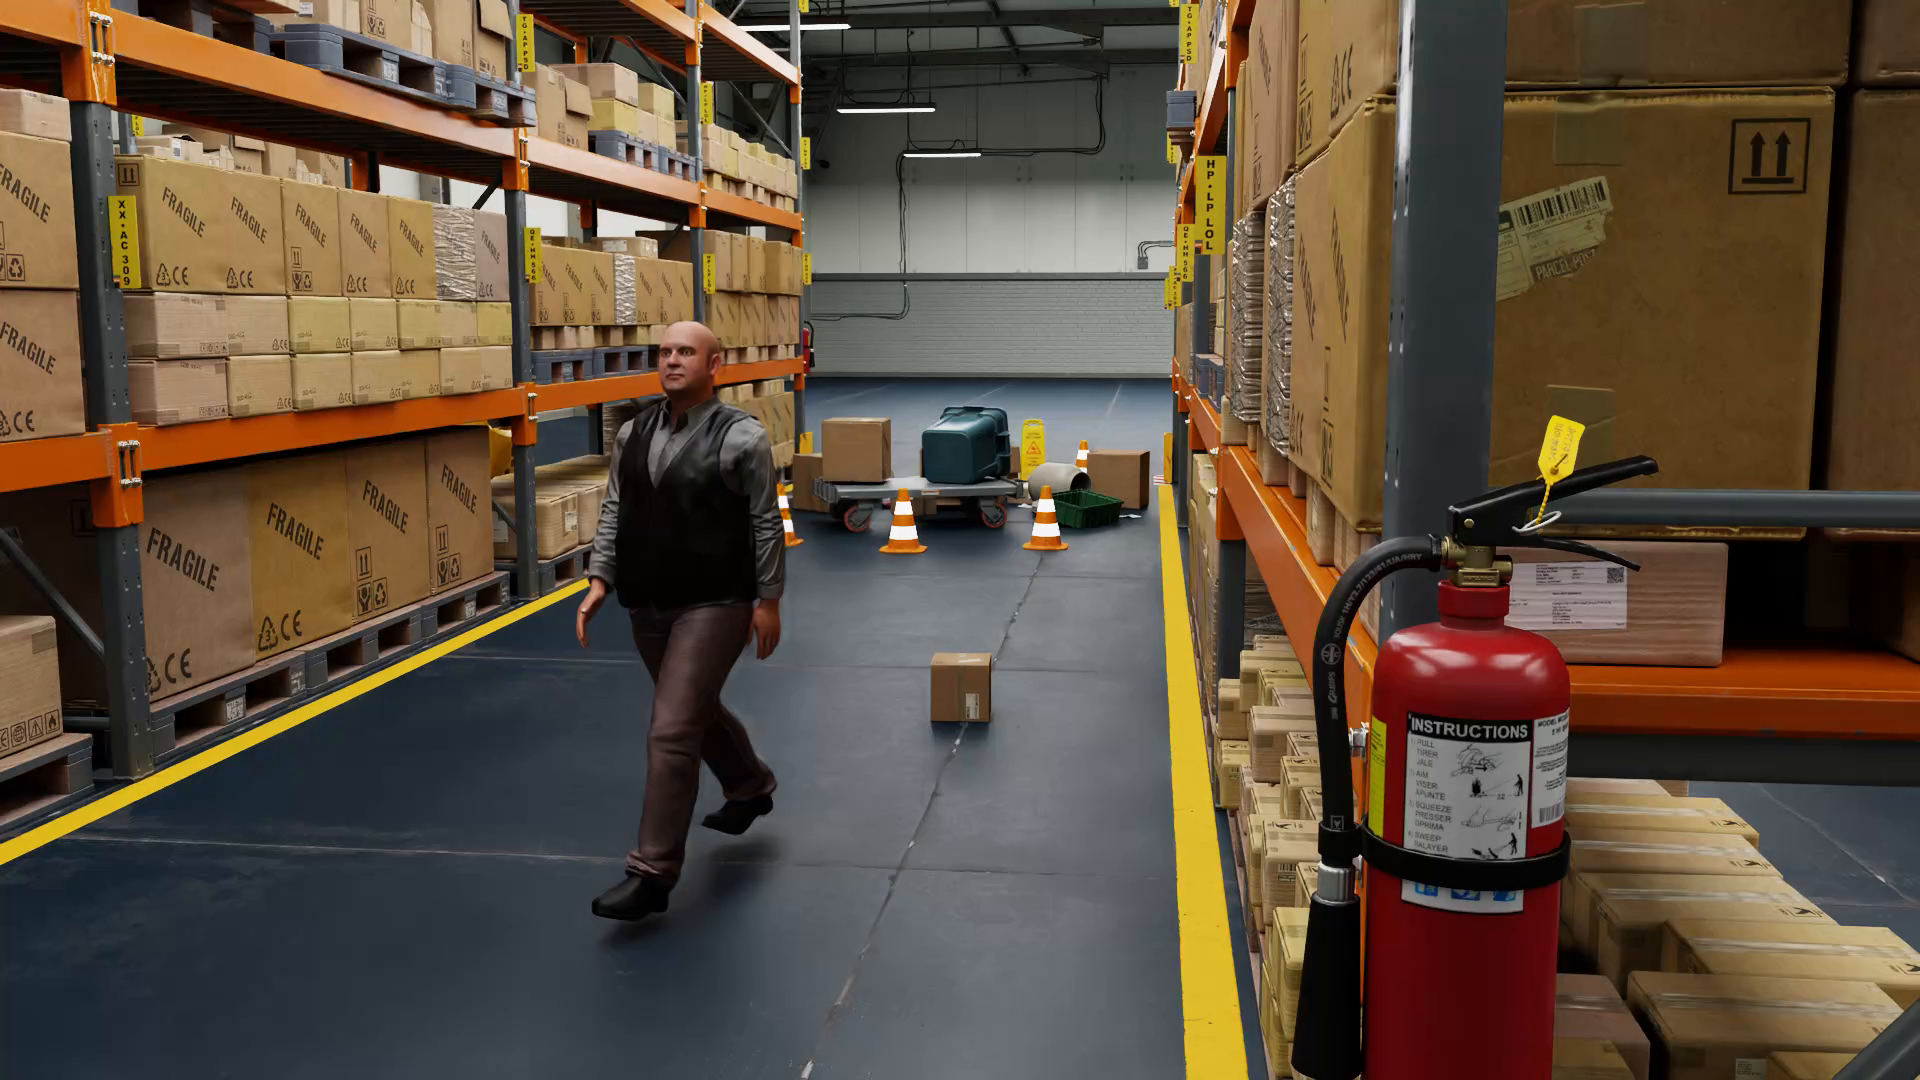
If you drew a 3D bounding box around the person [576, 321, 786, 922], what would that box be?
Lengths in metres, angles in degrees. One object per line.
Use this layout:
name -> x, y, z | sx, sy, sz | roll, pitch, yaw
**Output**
person -> -0.833, 0.193, 4.936 | 0.544, 1.673, 1.051 | 4, 9, 28
